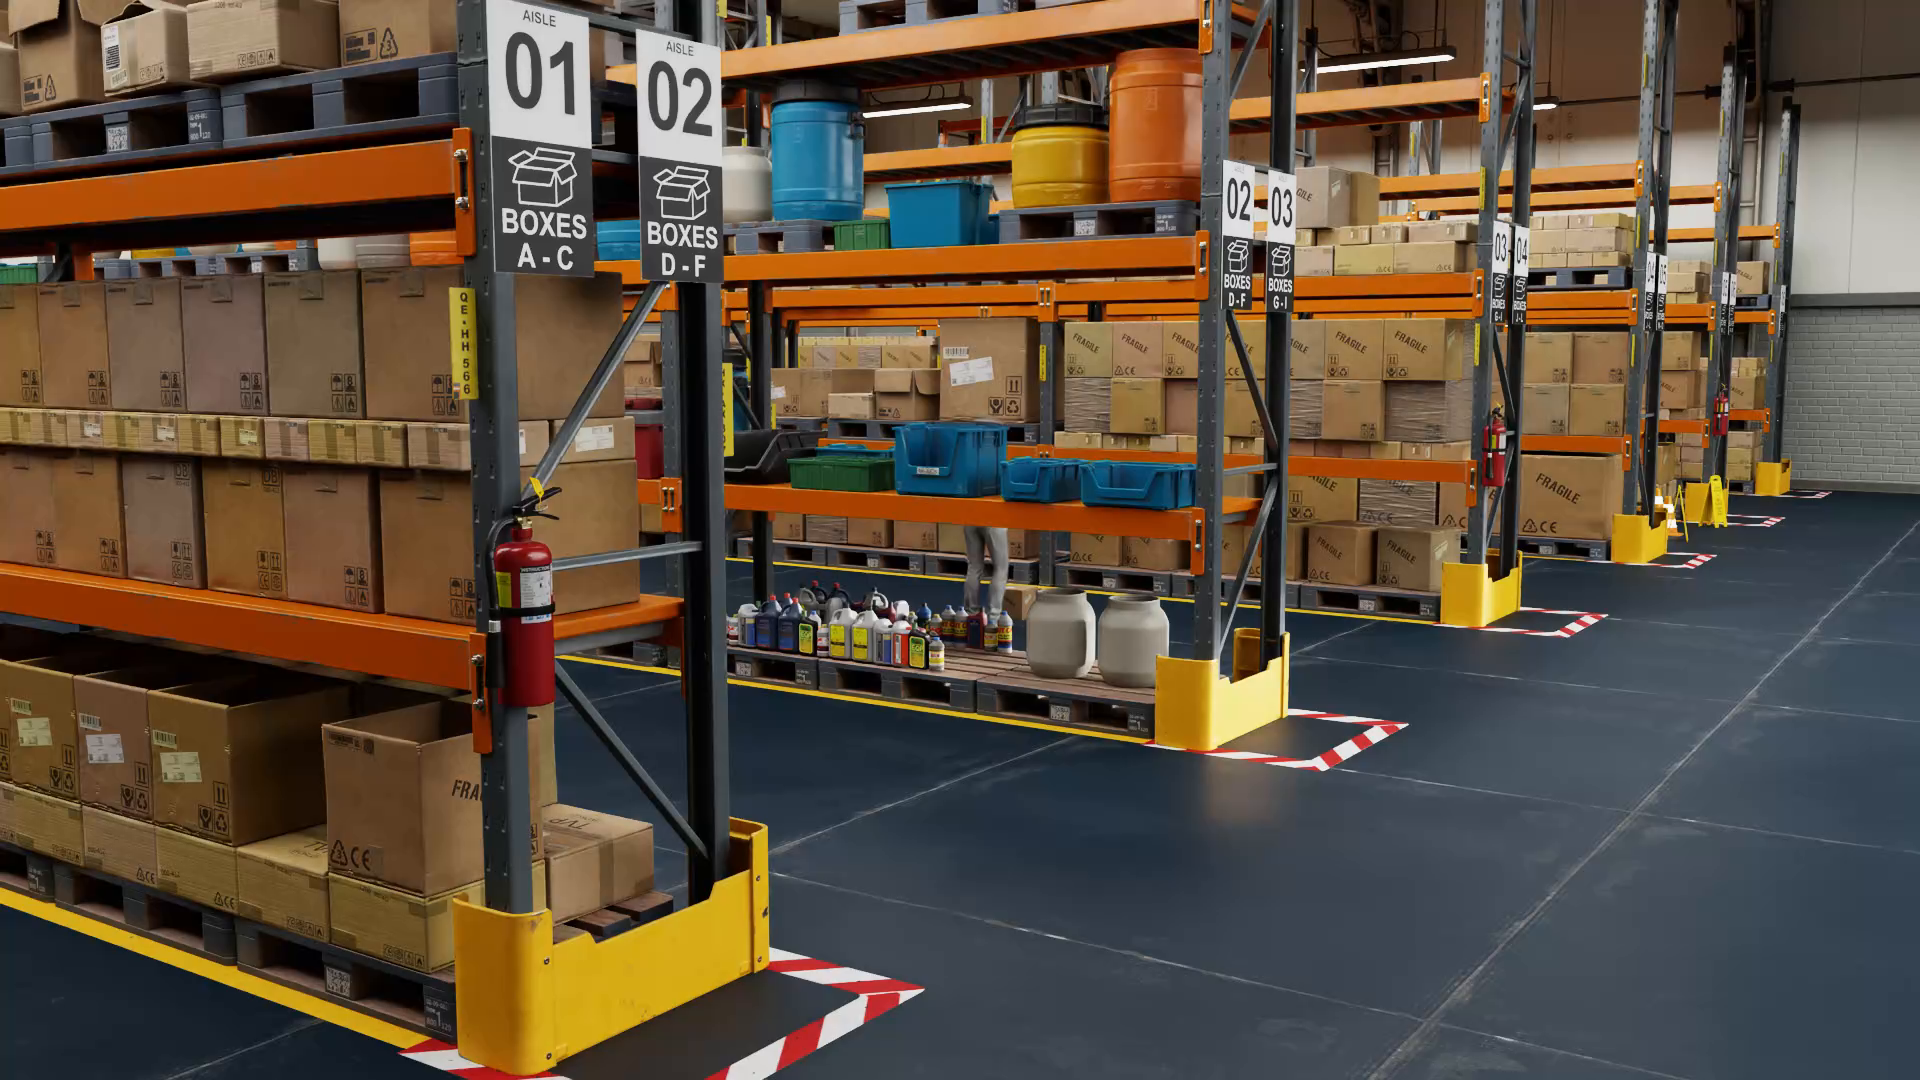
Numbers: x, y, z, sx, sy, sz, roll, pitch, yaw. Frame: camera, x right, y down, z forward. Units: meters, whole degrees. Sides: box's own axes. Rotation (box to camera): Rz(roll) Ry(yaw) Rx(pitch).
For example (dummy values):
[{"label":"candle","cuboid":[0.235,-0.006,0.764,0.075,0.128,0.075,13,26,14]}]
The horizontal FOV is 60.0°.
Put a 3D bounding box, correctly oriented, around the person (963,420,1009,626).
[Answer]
[{"label":"person","cuboid":[0.192,-0.132,13.288,0.485,1.651,0.381,4,8,35]}]
